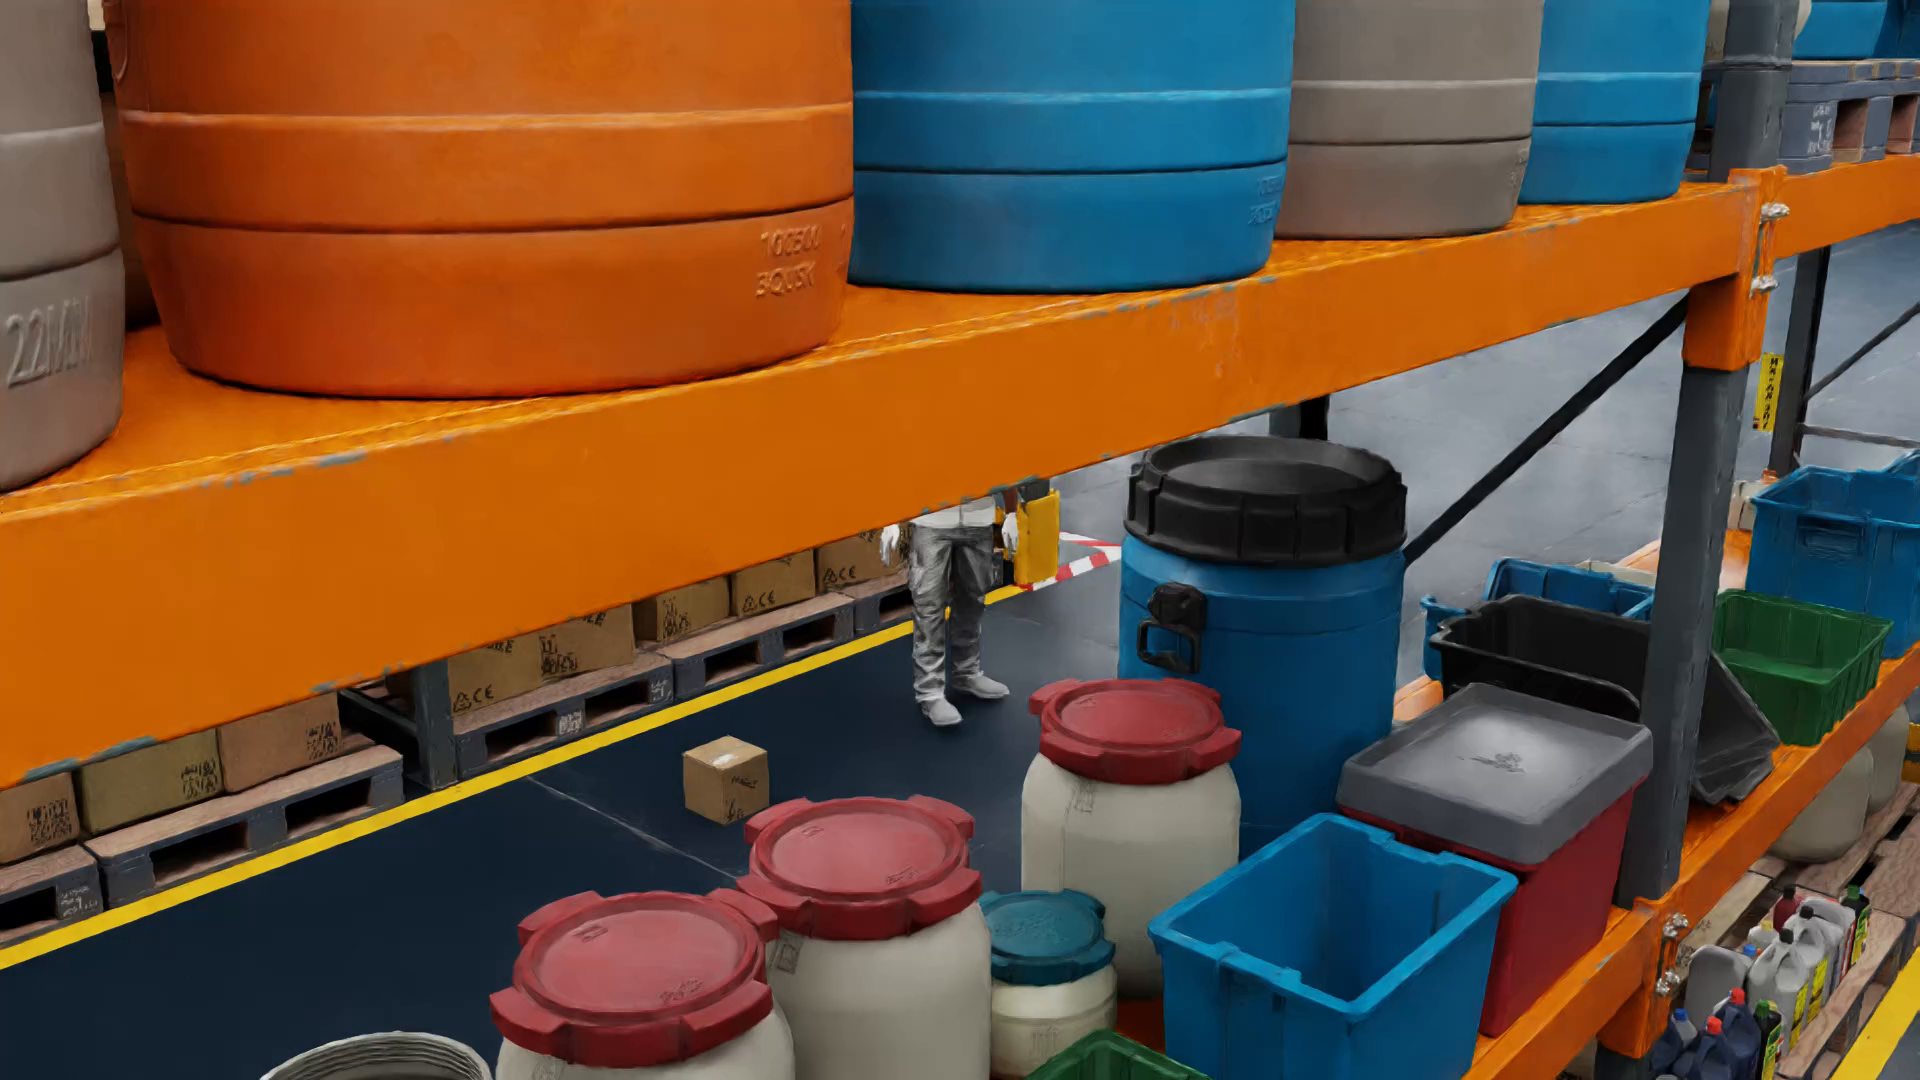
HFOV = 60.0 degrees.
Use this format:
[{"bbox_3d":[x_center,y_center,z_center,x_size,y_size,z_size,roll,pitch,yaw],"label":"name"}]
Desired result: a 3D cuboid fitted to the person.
[{"bbox_3d":[-0.034,-0.053,7.589,0.670,1.783,0.563,-6,18,-19],"label":"person"}]
